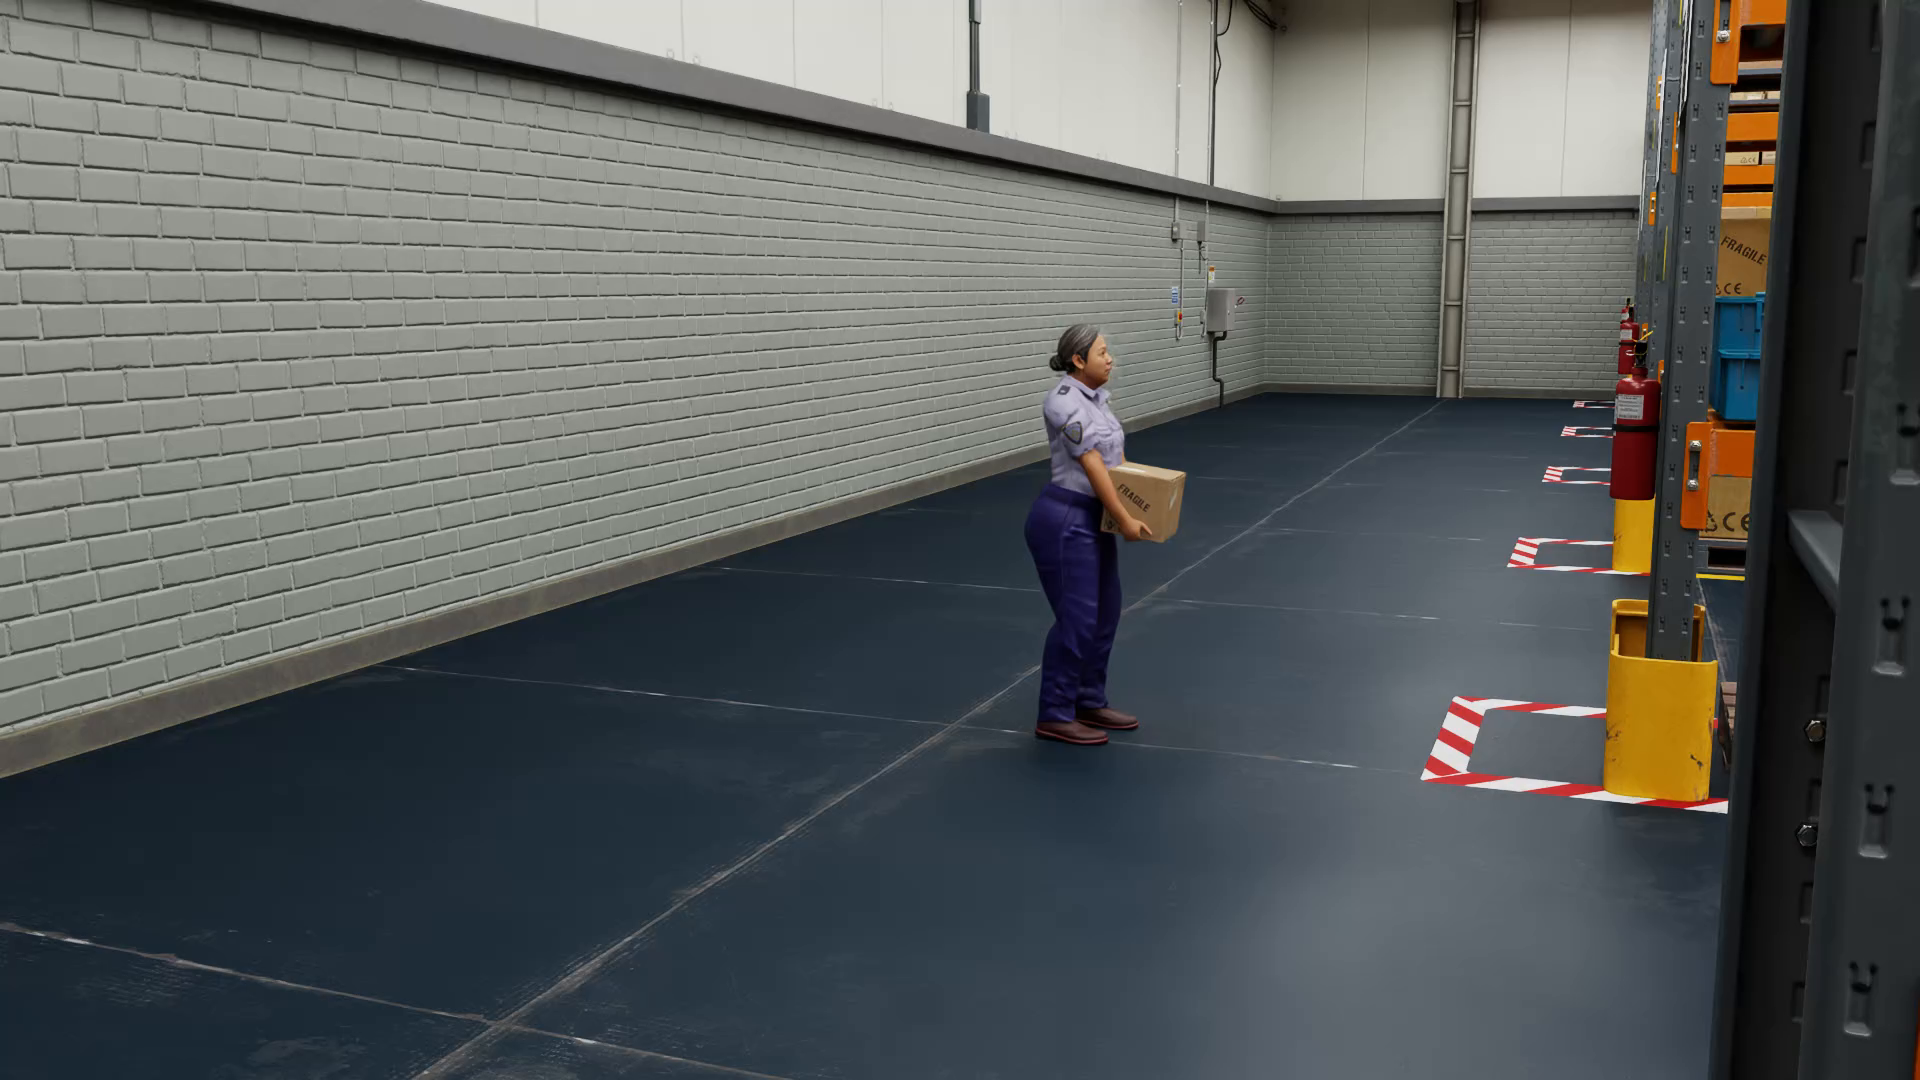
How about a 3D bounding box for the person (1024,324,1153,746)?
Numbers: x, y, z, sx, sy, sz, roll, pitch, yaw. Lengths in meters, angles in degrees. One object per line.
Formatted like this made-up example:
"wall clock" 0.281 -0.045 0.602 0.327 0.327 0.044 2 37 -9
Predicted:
"person" 0.544 -0.029 6.623 0.528 1.647 0.435 3 9 20
